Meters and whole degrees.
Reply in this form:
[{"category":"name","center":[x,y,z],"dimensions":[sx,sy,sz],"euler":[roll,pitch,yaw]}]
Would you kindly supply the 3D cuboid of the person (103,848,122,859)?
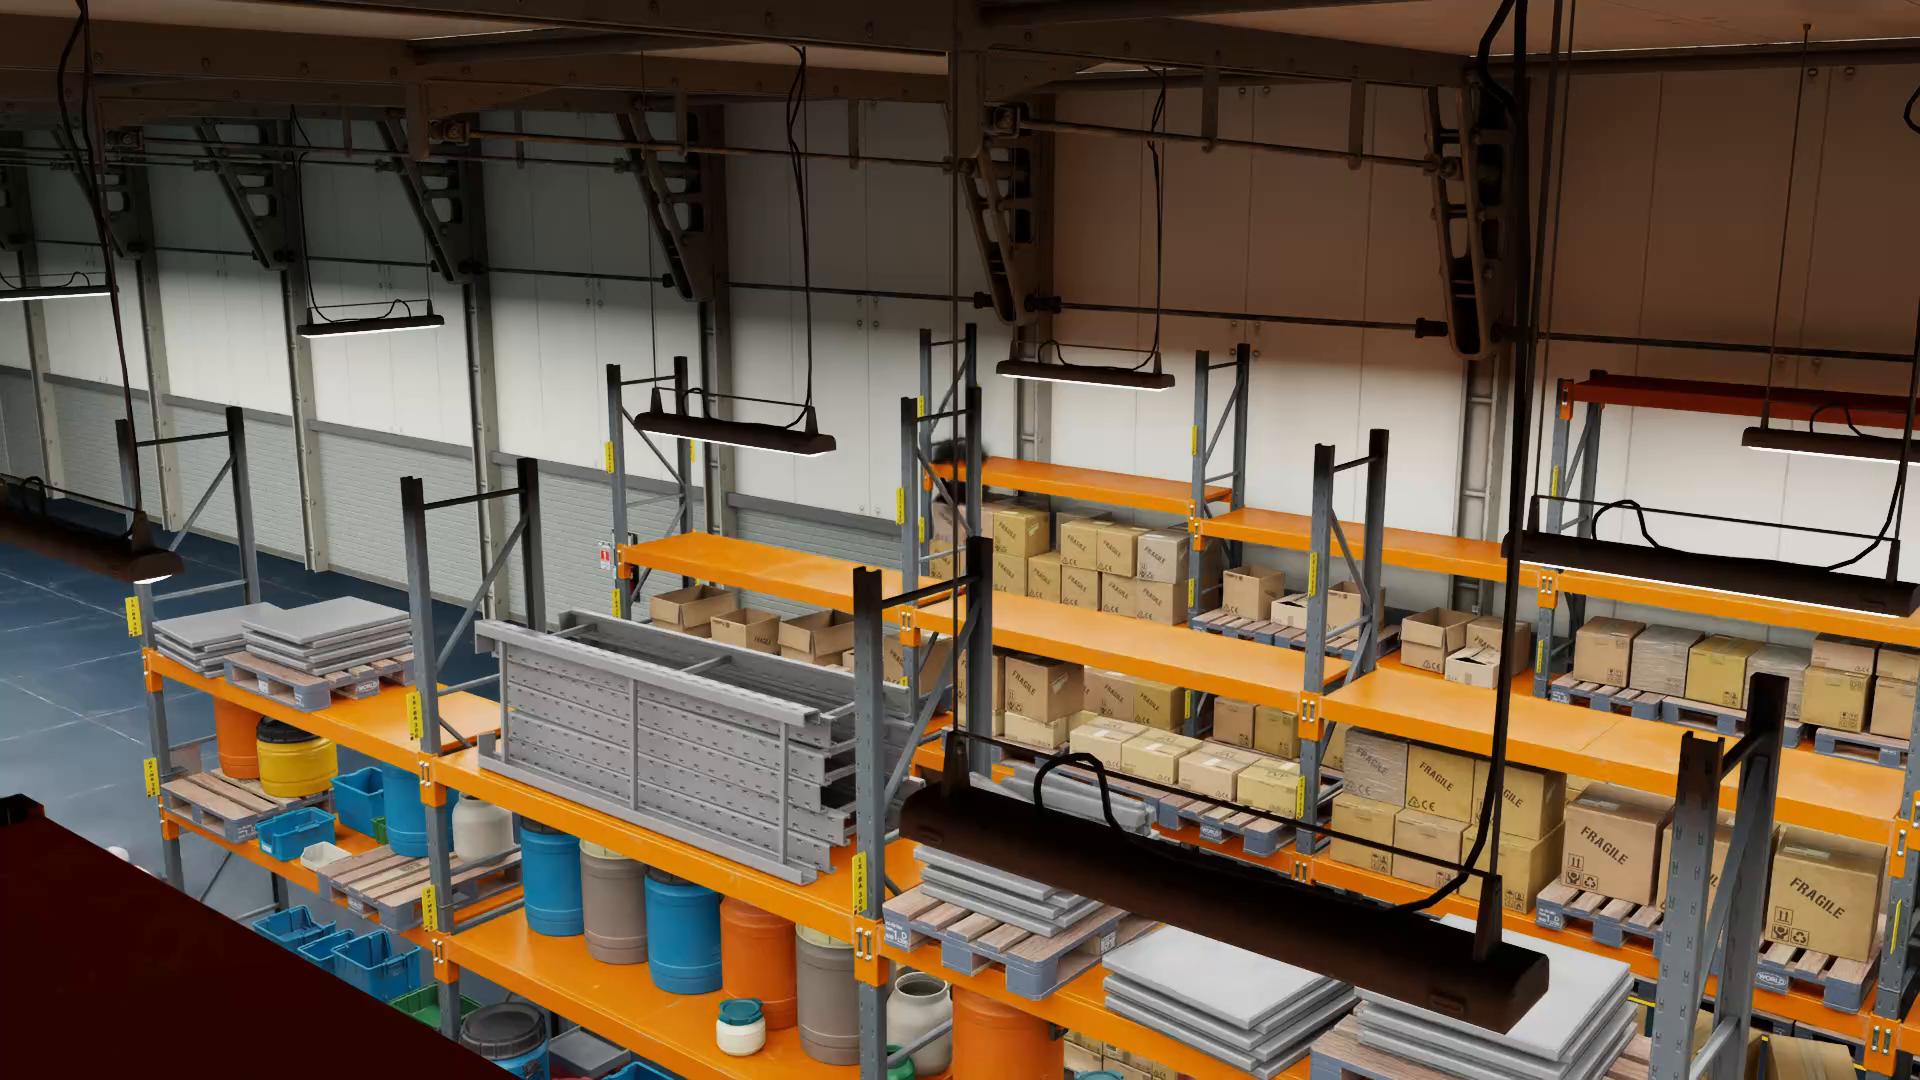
[{"category":"person","center":[-7.857,3.733,15.642],"dimensions":[0.912,1.774,0.710],"euler":[-3,13,-15]}]
